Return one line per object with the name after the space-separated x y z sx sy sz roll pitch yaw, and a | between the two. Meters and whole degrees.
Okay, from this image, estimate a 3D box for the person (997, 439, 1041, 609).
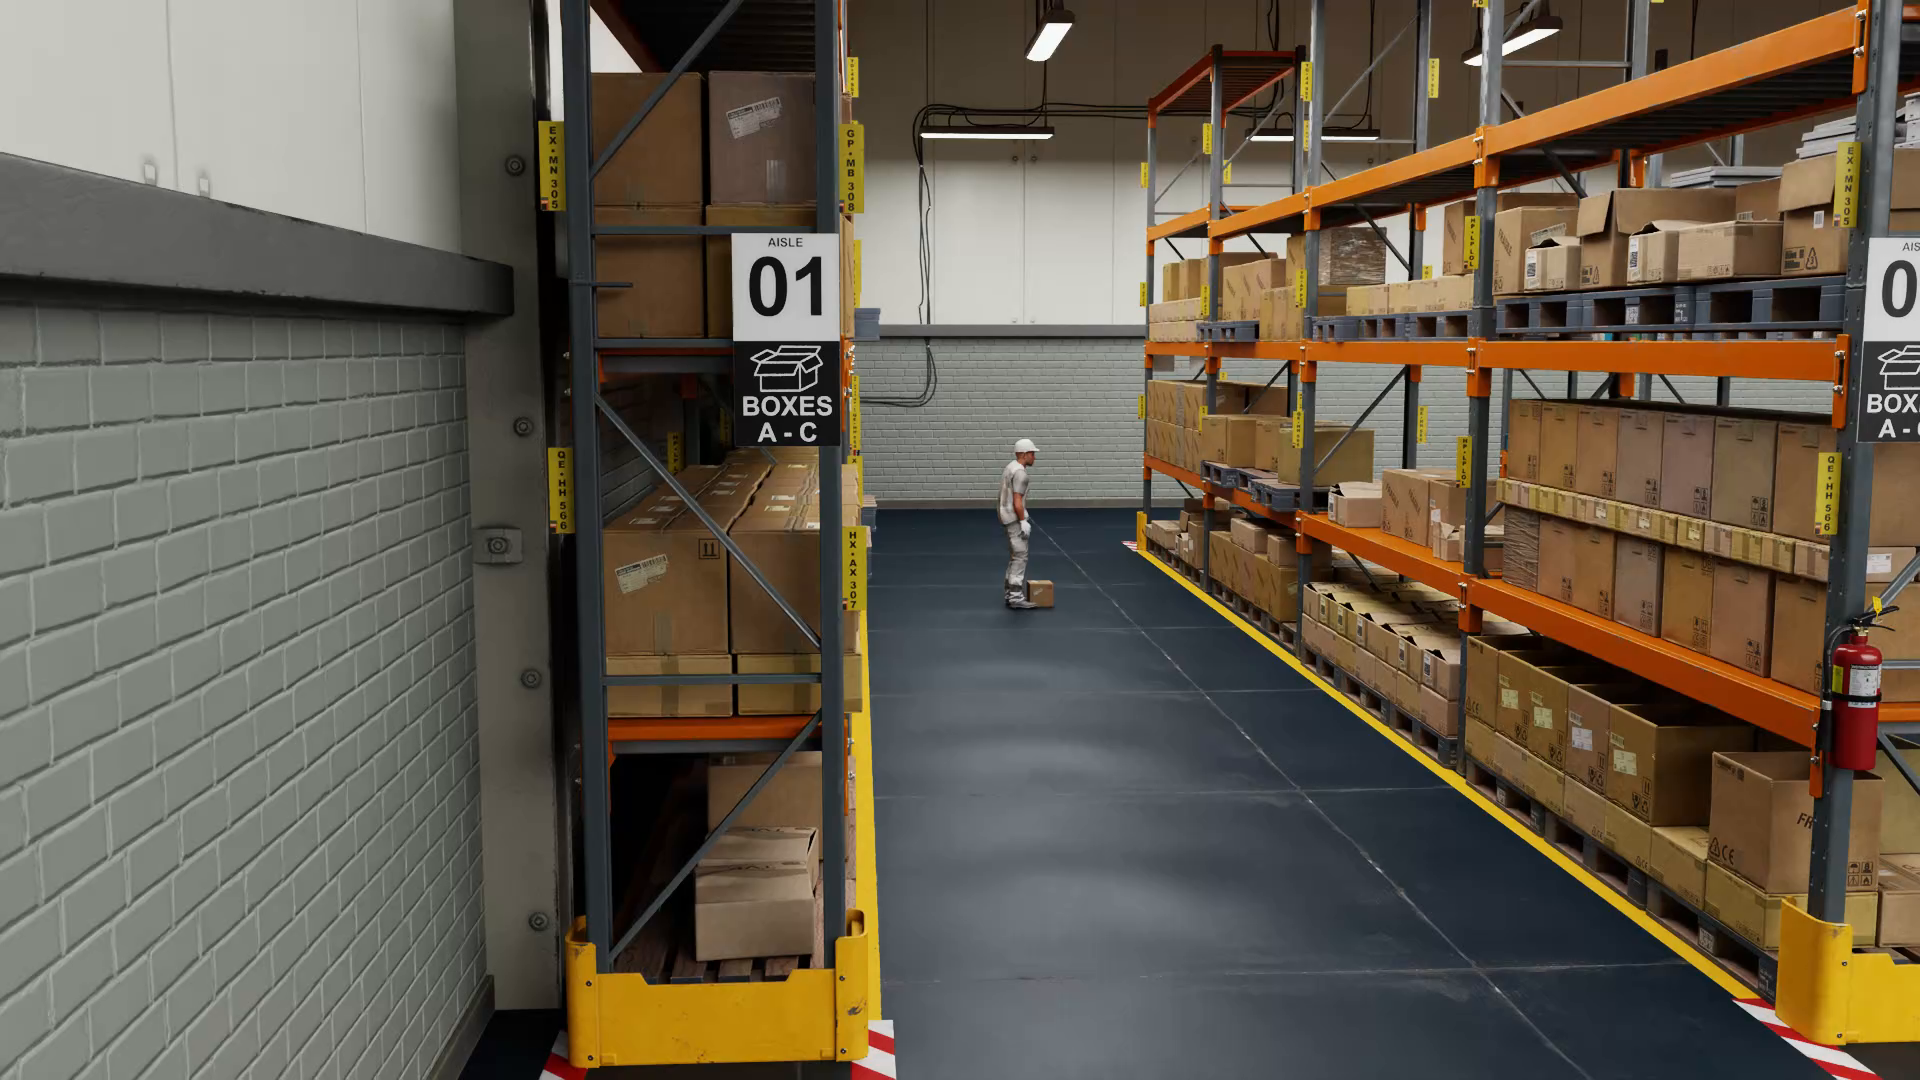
0.633 -0.181 17.703 0.453 1.779 0.621 -1 7 -5 | person
